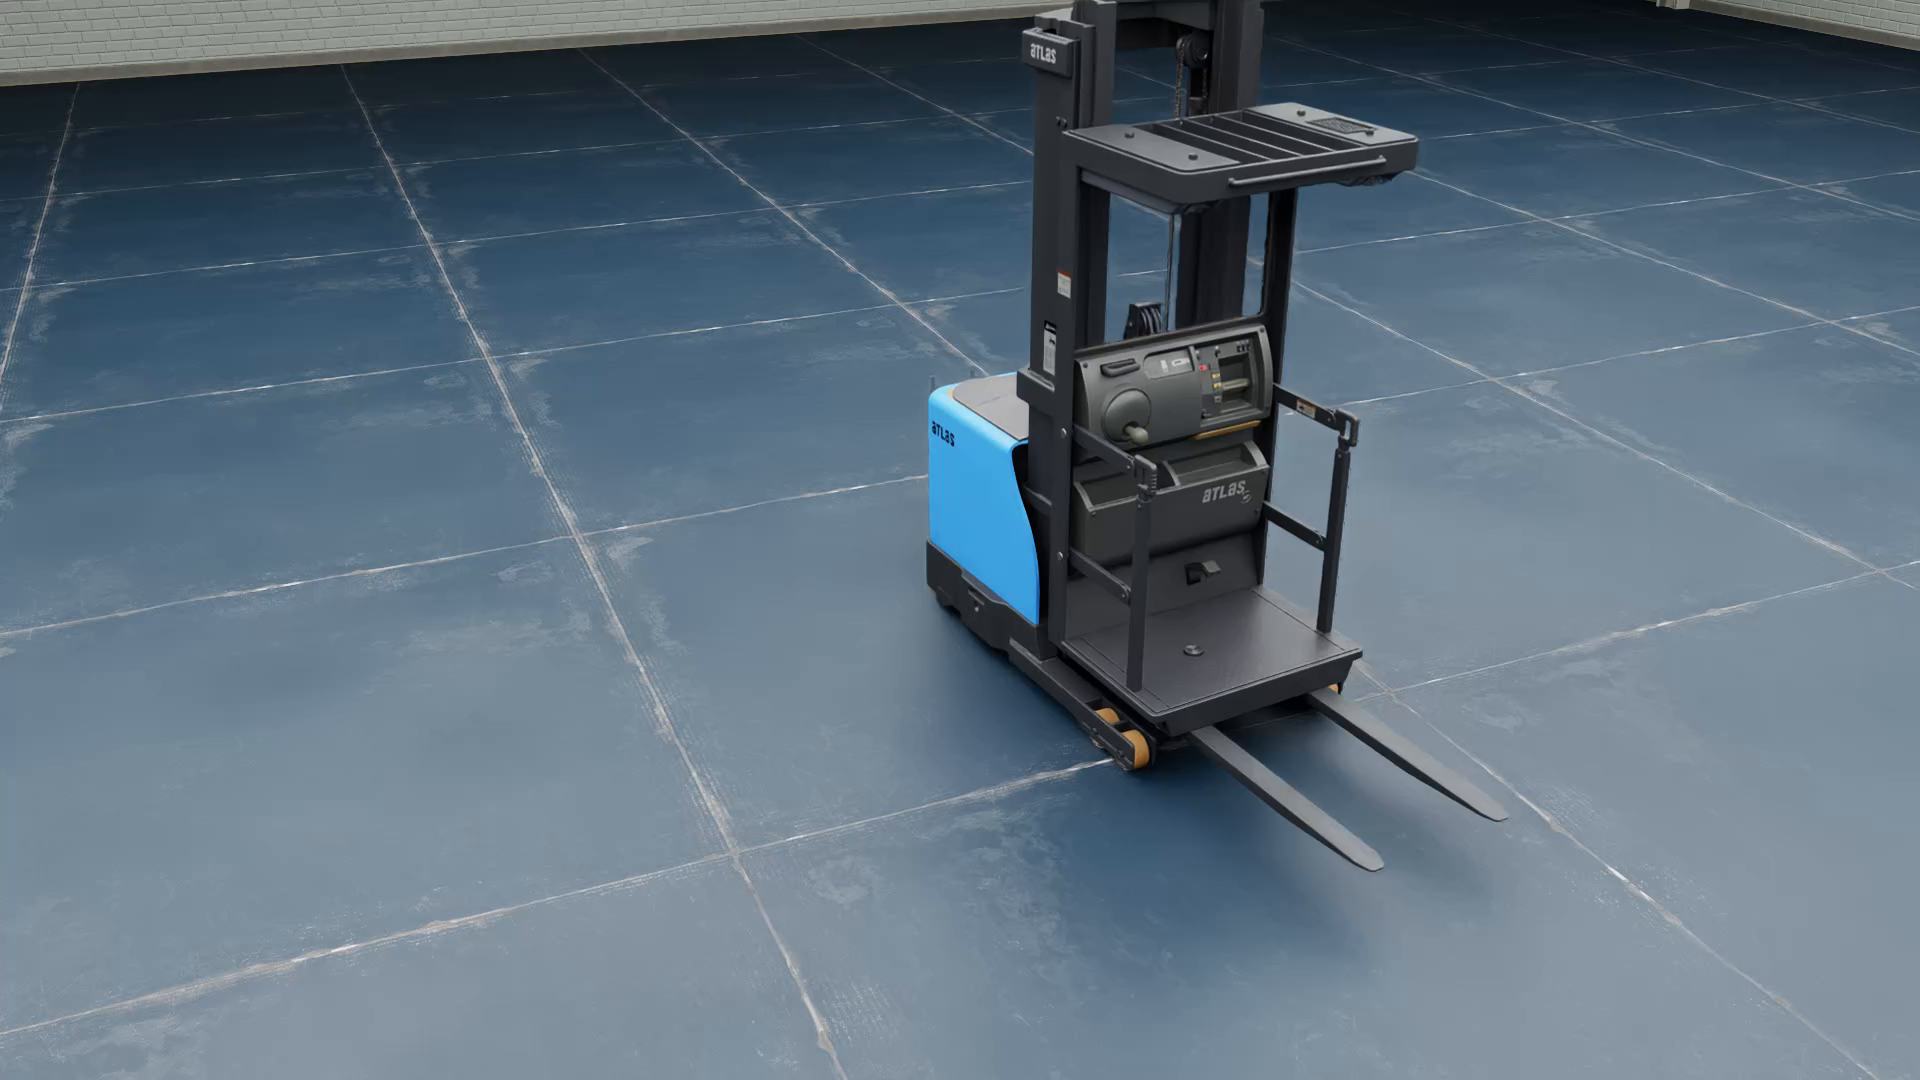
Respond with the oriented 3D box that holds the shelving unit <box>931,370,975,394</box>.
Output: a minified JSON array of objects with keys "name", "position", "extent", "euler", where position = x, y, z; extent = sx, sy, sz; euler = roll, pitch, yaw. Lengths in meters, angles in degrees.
[{"name":"shelving unit","position":[0.003,-0.401,8.546],"extent":[0.258,0.900,0.210],"euler":[-11,28,-21]}]

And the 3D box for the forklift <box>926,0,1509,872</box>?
[{"name":"forklift","position":[0.999,-0.601,6.639],"extent":[1.130,2.935,3.031],"euler":[-14,29,-26]}]

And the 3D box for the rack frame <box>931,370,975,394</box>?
[{"name":"rack frame","position":[-0.037,-0.442,8.630],"extent":[0.240,0.900,0.006],"euler":[-11,28,-21]}]

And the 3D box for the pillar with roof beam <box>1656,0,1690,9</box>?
[{"name":"pillar with roof beam","position":[6.957,-11.467,21.979],"extent":[9.100,9.000,0.400],"euler":[-11,28,-21]}]
